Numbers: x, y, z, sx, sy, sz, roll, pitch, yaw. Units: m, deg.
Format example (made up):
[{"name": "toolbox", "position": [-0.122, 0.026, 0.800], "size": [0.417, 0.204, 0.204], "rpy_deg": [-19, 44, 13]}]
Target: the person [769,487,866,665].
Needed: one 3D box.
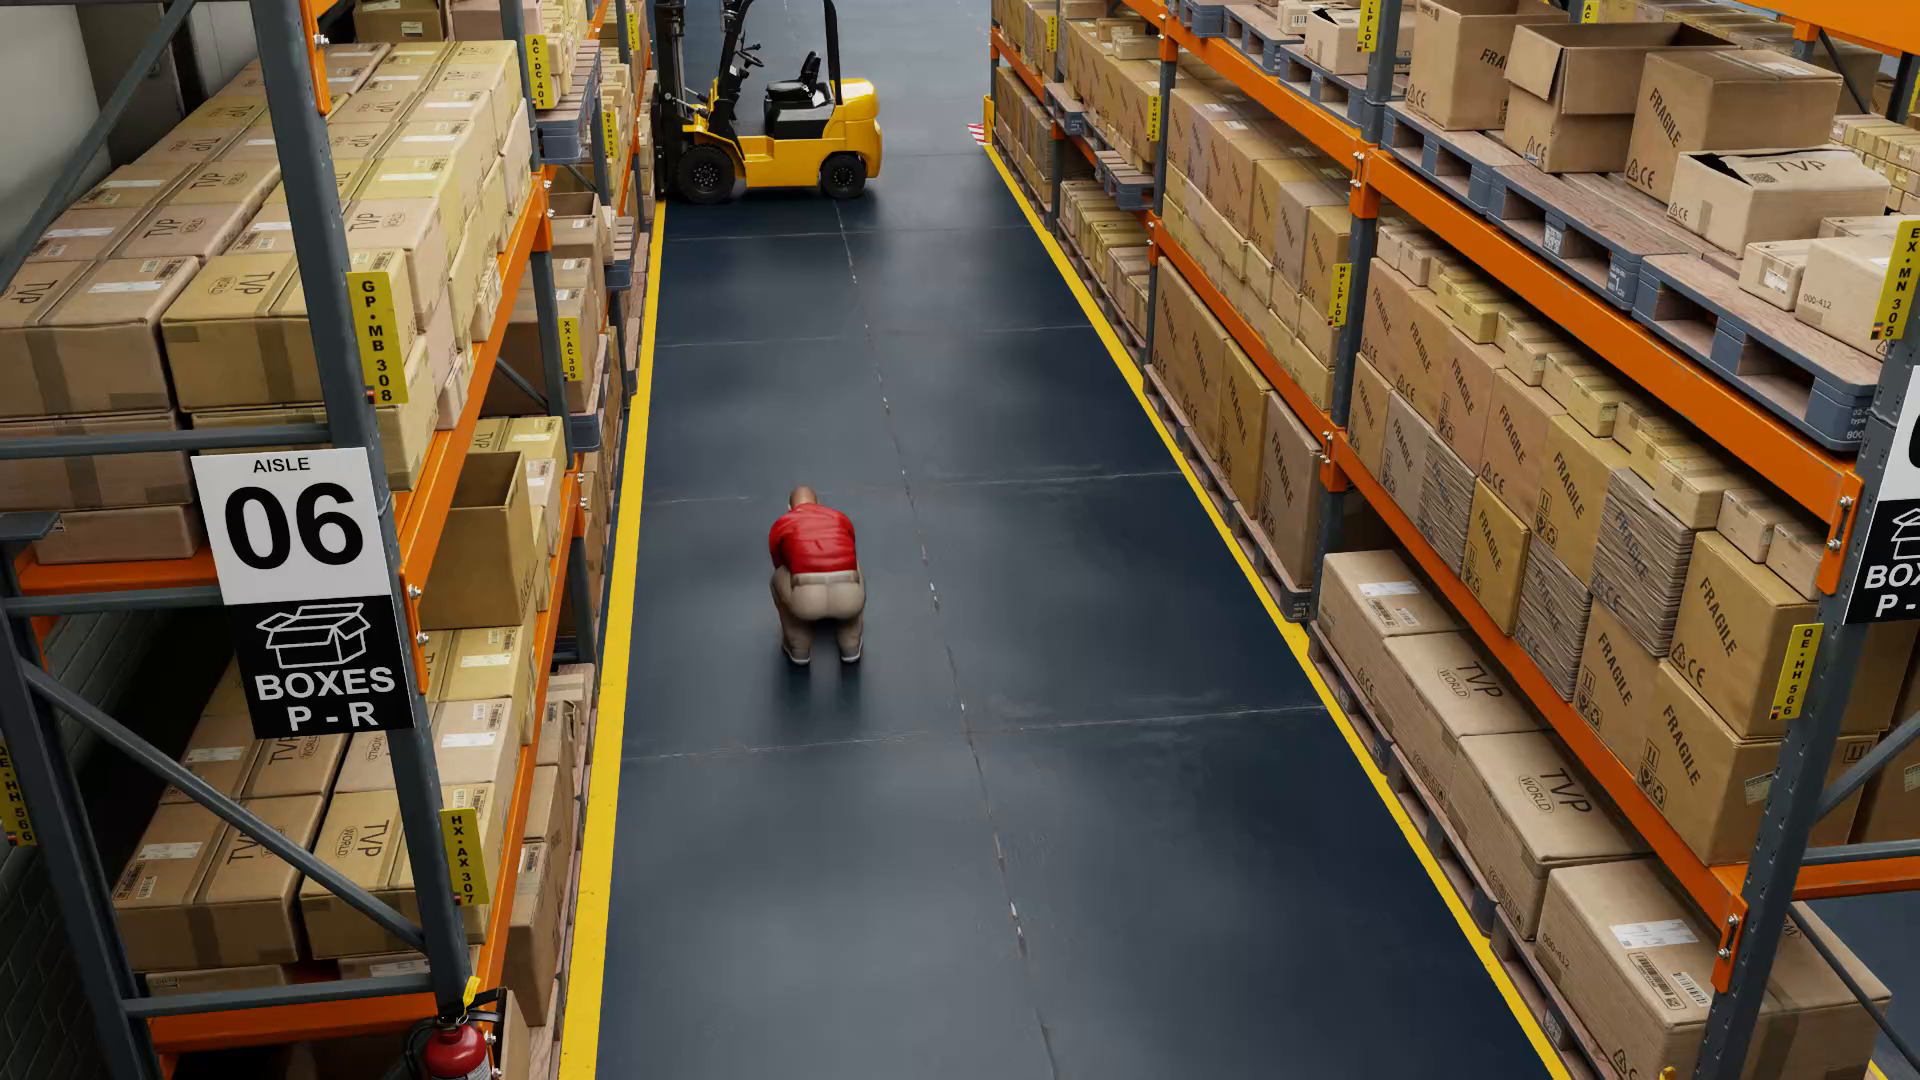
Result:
[{"name": "person", "position": [-0.792, 0.235, 9.298], "size": [0.537, 0.827, 0.912], "rpy_deg": [-4, 27, -8]}]
